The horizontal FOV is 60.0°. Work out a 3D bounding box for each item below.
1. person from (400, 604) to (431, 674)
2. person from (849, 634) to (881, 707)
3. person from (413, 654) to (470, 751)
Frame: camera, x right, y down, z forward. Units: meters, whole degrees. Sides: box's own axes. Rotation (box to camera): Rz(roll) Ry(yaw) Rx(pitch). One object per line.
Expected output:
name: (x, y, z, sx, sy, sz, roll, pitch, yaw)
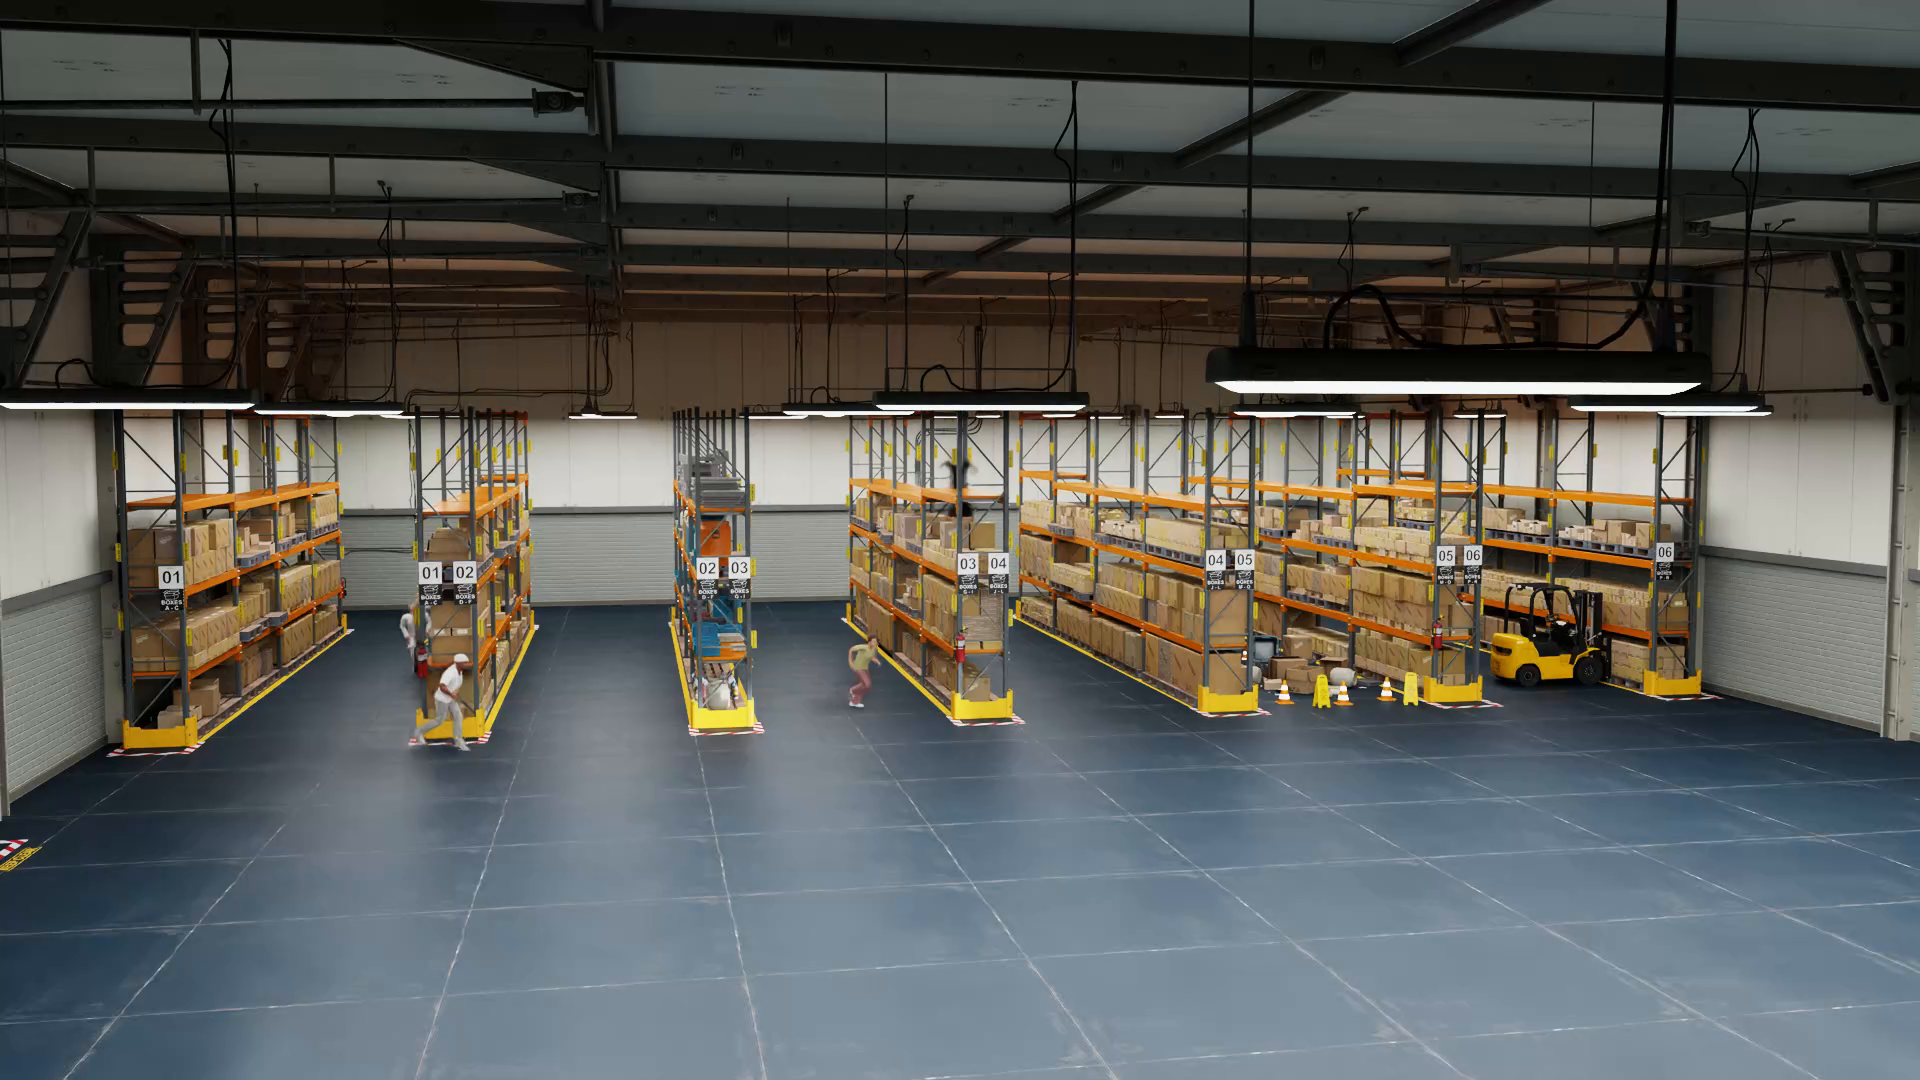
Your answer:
person: (-12.323, 2.224, 37.717, 0.742, 1.633, 0.888, -2, 5, -30)
person: (-1.937, 2.617, 33.196, 0.763, 1.504, 0.611, 3, 5, 40)
person: (-9.040, 2.834, 29.019, 1.041, 1.716, 0.733, 0, 4, 0)
